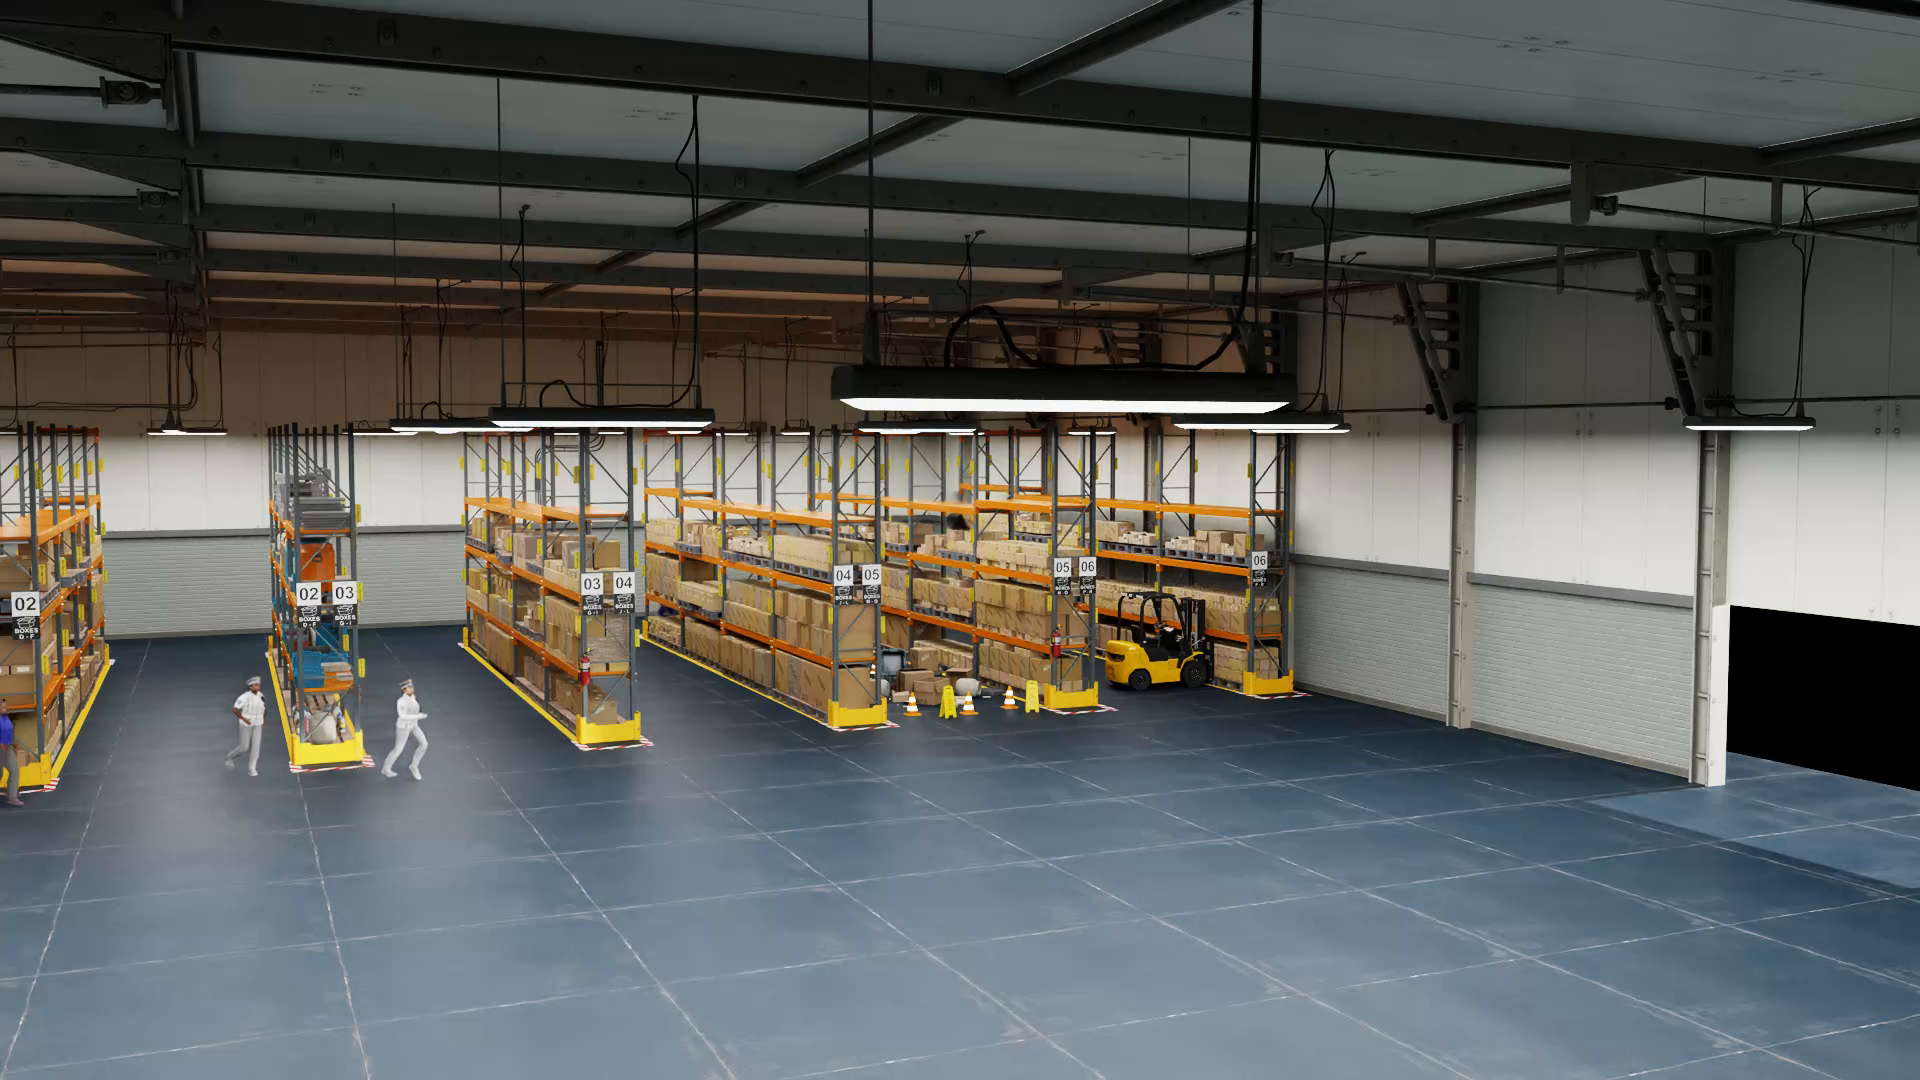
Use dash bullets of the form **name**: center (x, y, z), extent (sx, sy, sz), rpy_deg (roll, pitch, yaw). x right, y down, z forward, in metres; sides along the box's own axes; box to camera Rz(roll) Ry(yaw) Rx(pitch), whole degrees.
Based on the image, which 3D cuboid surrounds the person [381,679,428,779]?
- **person**: center (-9.277, 3.170, 27.908), extent (0.851, 1.705, 0.622), rpy_deg (1, 4, 17)

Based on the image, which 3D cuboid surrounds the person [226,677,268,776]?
- **person**: center (-12.093, 3.159, 28.422), extent (0.829, 1.645, 0.641), rpy_deg (3, 4, 37)

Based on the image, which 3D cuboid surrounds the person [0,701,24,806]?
- **person**: center (-14.996, 3.332, 25.981), extent (0.869, 1.635, 0.606), rpy_deg (1, 4, 8)

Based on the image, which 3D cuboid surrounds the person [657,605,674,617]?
- **person**: center (-8.650, 1.902, 49.328), extent (0.884, 1.659, 0.627), rpy_deg (-2, 4, -25)
